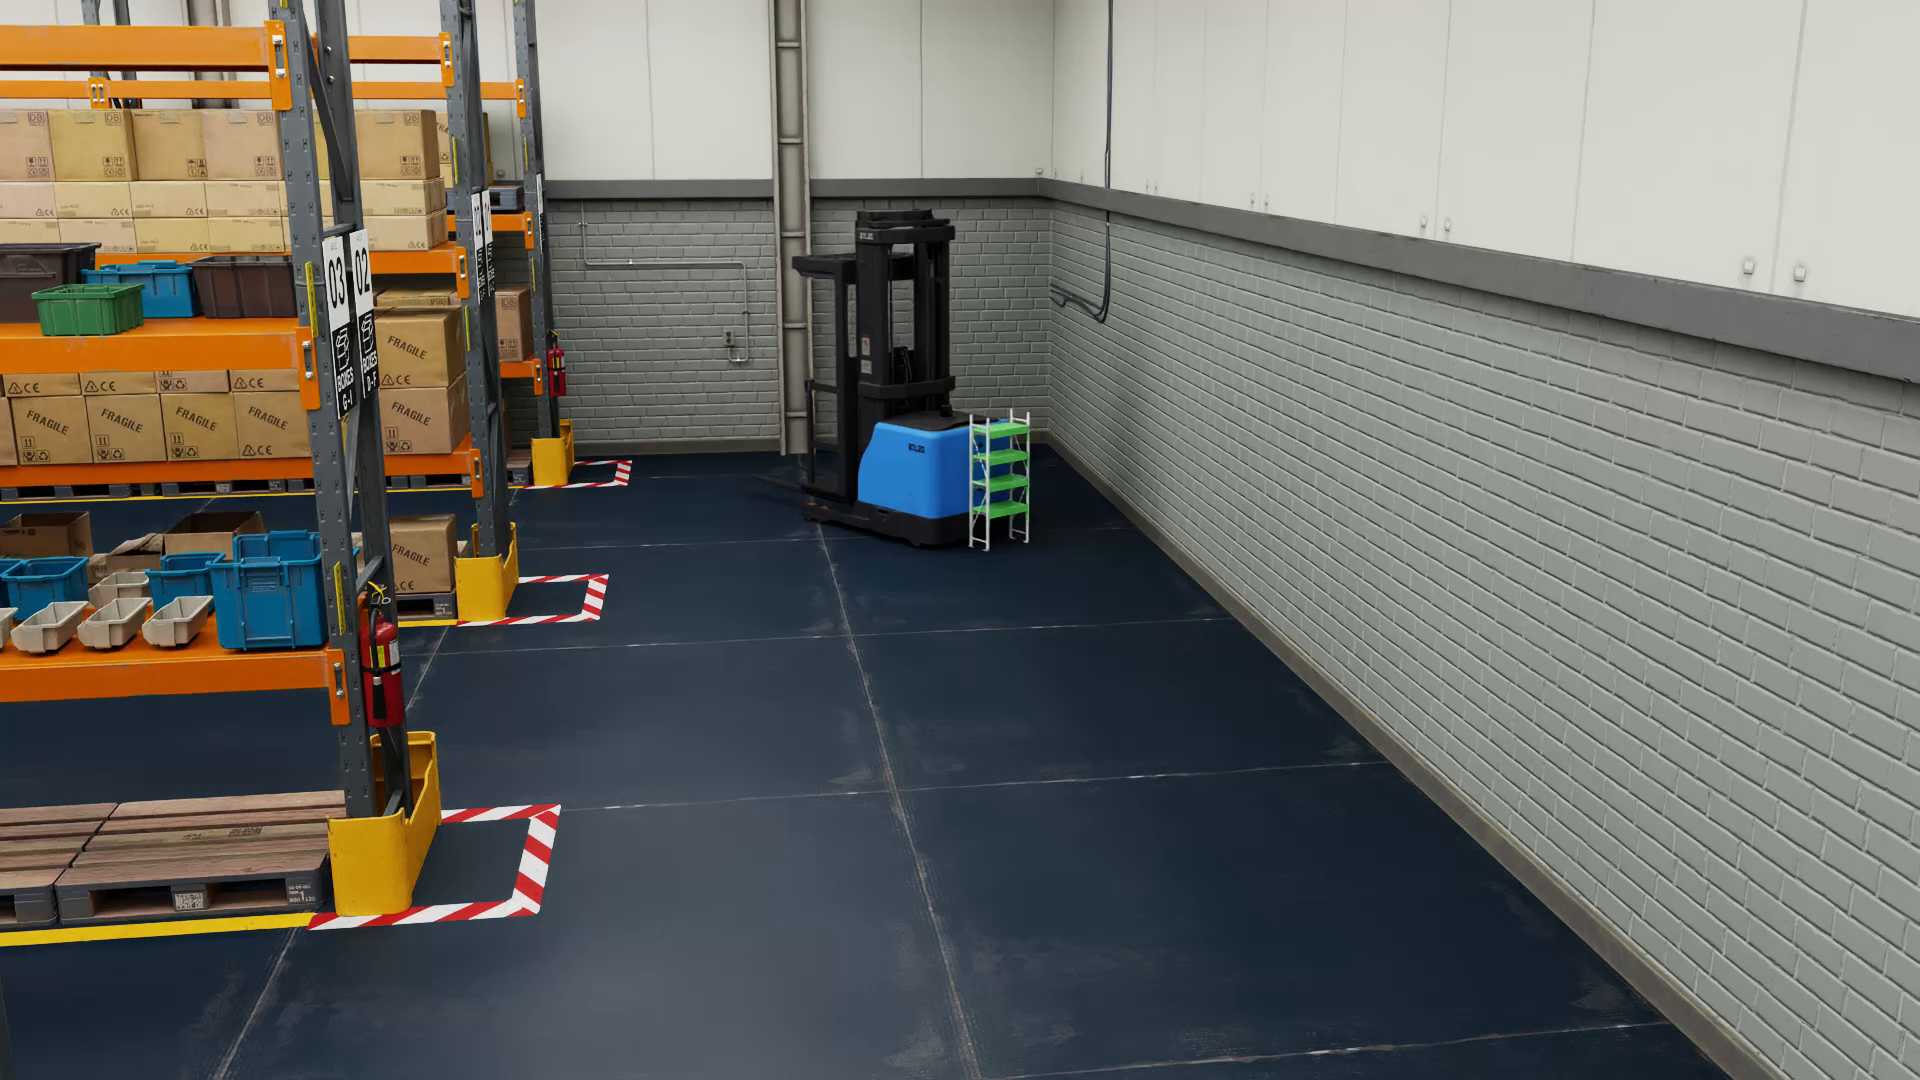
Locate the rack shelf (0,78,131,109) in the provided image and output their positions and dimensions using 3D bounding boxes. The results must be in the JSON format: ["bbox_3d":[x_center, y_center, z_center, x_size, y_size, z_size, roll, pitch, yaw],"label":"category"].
[{"bbox_3d":[-10.357,-4.315,16.231,4.000,0.370,1.077,-2,14,-8],"label":"rack shelf"}]

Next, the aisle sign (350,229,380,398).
[{"bbox_3d":[-2.921,-1.118,8.168,0.004,0.787,0.394,-2,14,-8],"label":"aisle sign"}]

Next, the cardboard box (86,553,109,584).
[{"bbox_3d":[-6.754,0.223,13.122,0.250,0.149,0.380,-2,14,-8],"label":"cardboard box"}]

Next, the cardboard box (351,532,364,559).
[{"bbox_3d":[-4.756,0.116,13.343,0.500,0.250,0.500,-2,14,-8],"label":"cardboard box"}]

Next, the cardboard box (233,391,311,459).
[{"bbox_3d":[-5.091,-0.905,12.457,0.500,0.500,0.500,-2,14,-8],"label":"cardboard box"}]

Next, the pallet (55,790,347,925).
[{"bbox_3d":[-3.769,1.590,8.446,1.213,0.211,1.003,-2,14,-8],"label":"pallet"}]

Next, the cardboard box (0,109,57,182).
[{"bbox_3d":[-6.647,-2.829,11.907,0.500,0.500,0.700,-2,14,-8],"label":"cardboard box"}]

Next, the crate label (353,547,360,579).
[{"bbox_3d":[-3.241,0.199,8.482,0.303,0.233,0.416,-2,14,-8],"label":"crate label"}]

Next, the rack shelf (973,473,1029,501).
[{"bbox_3d":[0.356,-0.477,14.920,0.480,0.148,0.258,-12,19,-40],"label":"rack shelf"}]

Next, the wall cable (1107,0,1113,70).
[{"bbox_3d":[1.626,-5.487,14.605,0.112,2.526,3.097,-2,14,-8],"label":"wall cable"}]

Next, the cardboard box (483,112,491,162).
[{"bbox_3d":[-5.181,-4.196,17.316,0.500,0.500,0.500,-3,14,-10],"label":"cardboard box"}]

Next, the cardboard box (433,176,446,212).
[{"bbox_3d":[-4.229,-2.643,12.709,0.500,0.250,0.500,-2,14,-8],"label":"cardboard box"}]

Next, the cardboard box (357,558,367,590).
[{"bbox_3d":[-4.597,0.259,12.945,0.250,0.166,0.380,-2,14,-8],"label":"cardboard box"}]

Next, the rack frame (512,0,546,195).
[{"bbox_3d":[-4.424,-5.076,16.962,0.127,3.000,1.000,-2,14,-8],"label":"rack frame"}]

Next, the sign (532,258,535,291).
[{"bbox_3d":[-4.356,-2.711,16.999,0.005,0.325,0.100,-2,14,-8],"label":"sign"}]

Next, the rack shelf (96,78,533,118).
[{"bbox_3d":[-6.401,-4.460,16.809,4.000,0.370,1.077,-2,14,-8],"label":"rack shelf"}]

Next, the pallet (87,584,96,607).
[{"bbox_3d":[-6.958,0.499,12.800,1.213,0.211,1.003,-2,14,-8],"label":"pallet"}]

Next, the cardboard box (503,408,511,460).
[{"bbox_3d":[-5.101,-1.108,17.747,0.500,0.500,0.700,-2,14,-8],"label":"cardboard box"}]

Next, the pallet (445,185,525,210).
[{"bbox_3d":[-5.156,-3.548,17.220,1.213,0.211,1.003,-2,14,-8],"label":"pallet"}]

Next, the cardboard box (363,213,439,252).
[{"bbox_3d":[-4.151,-2.275,12.267,0.500,0.250,0.500,-2,14,-8],"label":"cardboard box"}]

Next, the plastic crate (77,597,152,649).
[{"bbox_3d":[-4.016,0.396,7.894,0.243,0.136,0.396,-2,14,-8],"label":"plastic crate"}]

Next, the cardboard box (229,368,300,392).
[{"bbox_3d":[-5.092,-1.387,12.326,0.500,0.500,0.500,-2,14,-7],"label":"cardboard box"}]

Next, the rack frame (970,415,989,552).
[{"bbox_3d":[0.173,-0.500,14.748,0.015,1.200,0.240,-12,19,-40],"label":"rack frame"}]

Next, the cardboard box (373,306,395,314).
[{"bbox_3d":[-4.676,-1.534,12.913,0.500,0.500,0.500,-2,14,-8],"label":"cardboard box"}]

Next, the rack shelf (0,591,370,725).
[{"bbox_3d":[-4.925,0.639,7.988,4.000,0.370,1.077,-2,14,-8],"label":"rack shelf"}]

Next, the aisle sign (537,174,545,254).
[{"bbox_3d":[-4.308,-3.357,17.098,0.004,0.787,0.394,-2,14,-8],"label":"aisle sign"}]

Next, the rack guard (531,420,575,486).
[{"bbox_3d":[-4.400,-0.954,17.999,0.348,0.500,1.175,-2,14,-8],"label":"rack guard"}]

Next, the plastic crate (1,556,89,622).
[{"bbox_3d":[-4.543,0.247,8.292,0.300,0.233,0.416,-2,14,-8],"label":"plastic crate"}]

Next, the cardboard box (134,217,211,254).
[{"bbox_3d":[-5.636,-2.224,12.064,0.500,0.250,0.500,-2,14,-8],"label":"cardboard box"}]

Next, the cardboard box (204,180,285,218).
[{"bbox_3d":[-5.141,-2.484,12.073,0.500,0.250,0.500,-2,14,-8],"label":"cardboard box"}]

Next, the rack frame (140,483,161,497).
[{"bbox_3d":[-8.379,-2.021,17.113,0.127,3.000,1.000,-2,14,-8],"label":"rack frame"}]

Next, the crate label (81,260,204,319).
[{"bbox_3d":[-3.908,-1.210,8.019,0.502,0.251,0.408,-2,14,-8],"label":"crate label"}]

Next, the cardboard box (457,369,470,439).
[{"bbox_3d":[-4.160,-1.070,13.117,0.500,0.500,0.500,-2,14,-7],"label":"cardboard box"}]

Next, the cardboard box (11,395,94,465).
[{"bbox_3d":[-6.587,-0.850,12.240,0.500,0.500,0.500,-2,14,-7],"label":"cardboard box"}]

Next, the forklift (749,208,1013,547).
[{"bbox_3d":[-0.879,-1.653,15.789,1.130,2.935,3.031,-13,19,-41],"label":"forklift"}]

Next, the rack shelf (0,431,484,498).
[{"bbox_3d":[-5.660,-0.553,12.739,4.000,0.370,1.077,-2,14,-8],"label":"rack shelf"}]

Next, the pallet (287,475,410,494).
[{"bbox_3d":[-6.406,-0.722,17.667,1.213,0.211,1.003,-2,14,-8],"label":"pallet"}]

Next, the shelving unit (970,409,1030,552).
[{"bbox_3d":[0.356,-0.539,14.905,0.503,1.200,0.258,-12,19,-40],"label":"shelving unit"}]

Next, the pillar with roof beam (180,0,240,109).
[{"bbox_3d":[-7.174,-4.129,13.185,0.400,9.000,9.100,-2,14,-8],"label":"pillar with roof beam"}]

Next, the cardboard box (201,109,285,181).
[{"bbox_3d":[-5.173,-2.899,12.186,0.500,0.500,0.700,-2,14,-8],"label":"cardboard box"}]

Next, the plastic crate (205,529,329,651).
[{"bbox_3d":[-3.251,0.228,7.950,0.499,0.435,0.616,-2,14,-8],"label":"plastic crate"}]

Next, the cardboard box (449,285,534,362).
[{"bbox_3d":[-4.926,-2.290,17.572,0.700,0.700,0.980,-1,14,-6],"label":"cardboard box"}]

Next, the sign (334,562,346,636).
[{"bbox_3d":[-2.850,0.270,7.644,0.005,0.325,0.100,-2,14,-8],"label":"sign"}]

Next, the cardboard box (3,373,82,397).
[{"bbox_3d":[-6.619,-1.331,12.102,0.500,0.500,0.500,-3,14,-10],"label":"cardboard box"}]

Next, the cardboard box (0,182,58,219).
[{"bbox_3d":[-6.625,-2.431,11.861,0.500,0.250,0.500,-2,14,-8],"label":"cardboard box"}]
